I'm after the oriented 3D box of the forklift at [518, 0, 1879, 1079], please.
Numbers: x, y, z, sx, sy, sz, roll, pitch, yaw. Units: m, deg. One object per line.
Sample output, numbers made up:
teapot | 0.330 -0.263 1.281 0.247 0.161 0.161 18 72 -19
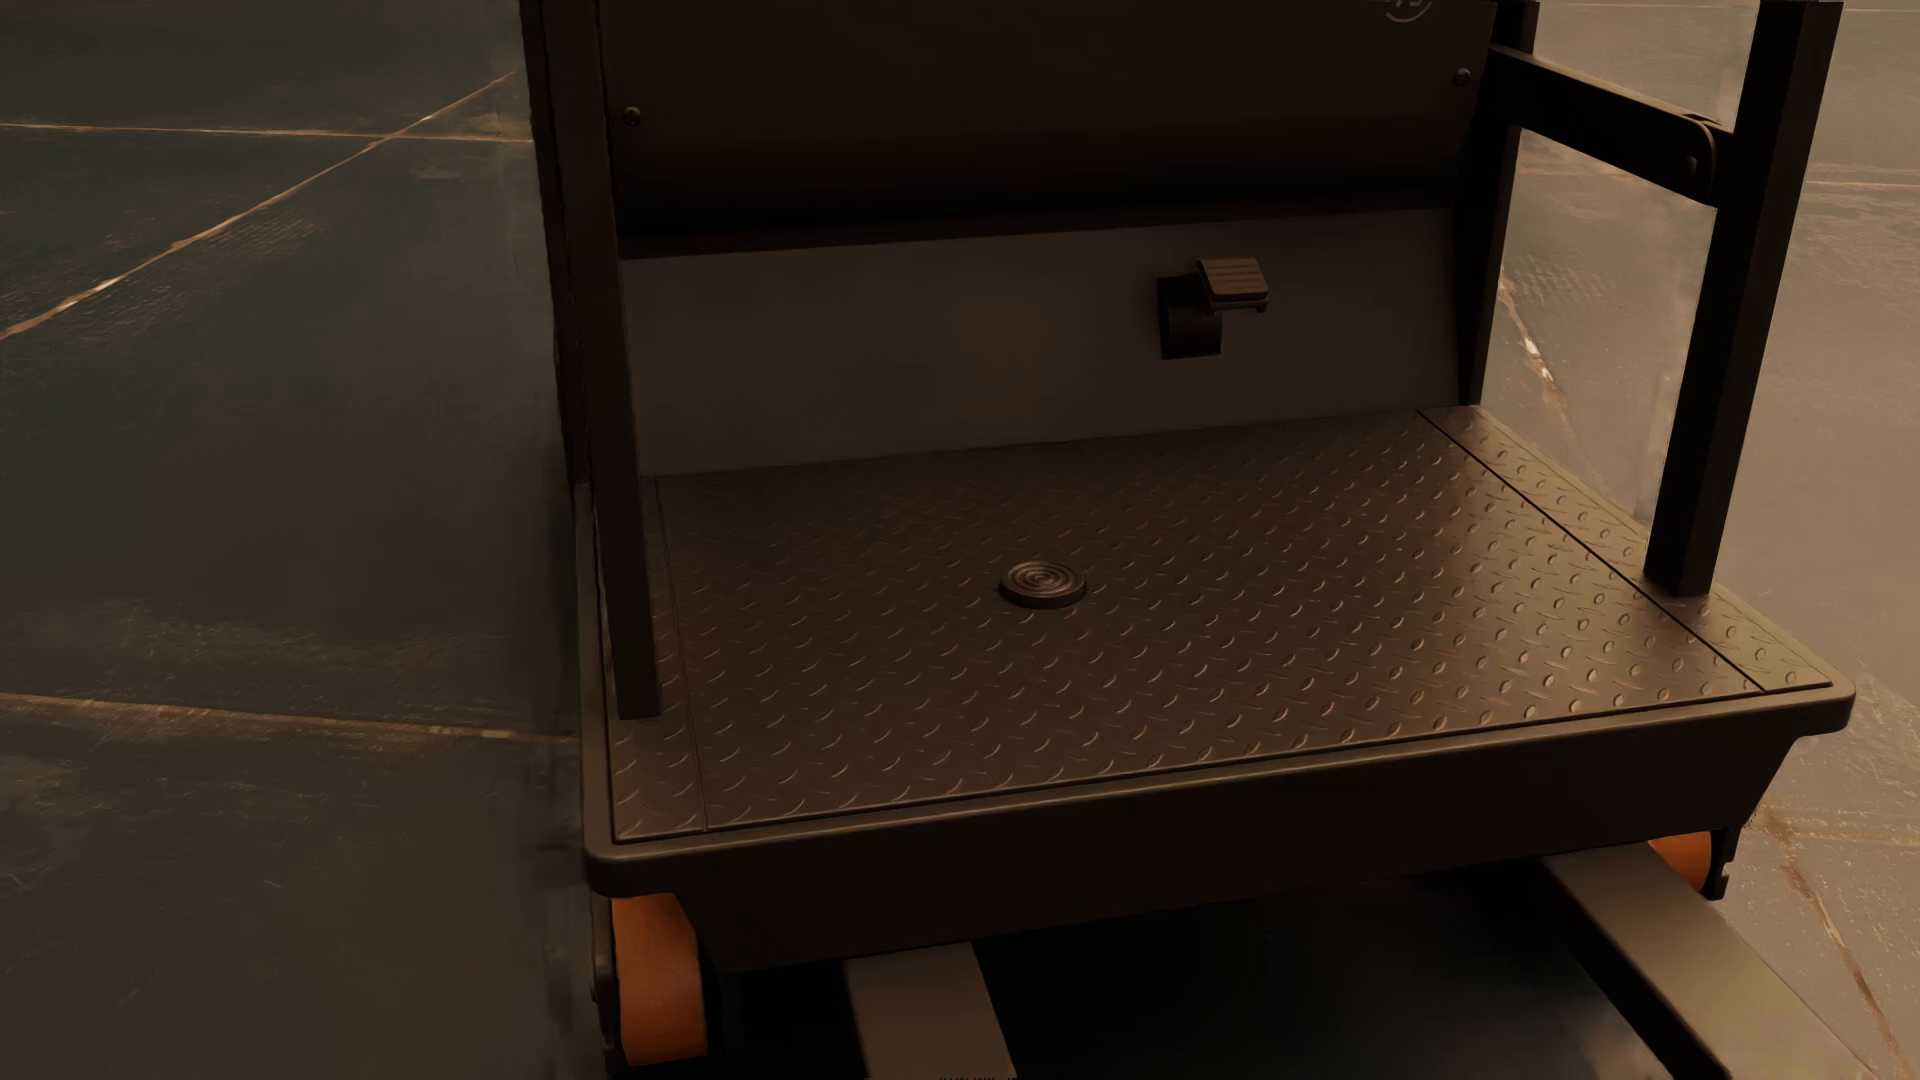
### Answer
forklift | 0.150 -1.014 1.249 1.130 2.935 3.031 -6 27 -11
